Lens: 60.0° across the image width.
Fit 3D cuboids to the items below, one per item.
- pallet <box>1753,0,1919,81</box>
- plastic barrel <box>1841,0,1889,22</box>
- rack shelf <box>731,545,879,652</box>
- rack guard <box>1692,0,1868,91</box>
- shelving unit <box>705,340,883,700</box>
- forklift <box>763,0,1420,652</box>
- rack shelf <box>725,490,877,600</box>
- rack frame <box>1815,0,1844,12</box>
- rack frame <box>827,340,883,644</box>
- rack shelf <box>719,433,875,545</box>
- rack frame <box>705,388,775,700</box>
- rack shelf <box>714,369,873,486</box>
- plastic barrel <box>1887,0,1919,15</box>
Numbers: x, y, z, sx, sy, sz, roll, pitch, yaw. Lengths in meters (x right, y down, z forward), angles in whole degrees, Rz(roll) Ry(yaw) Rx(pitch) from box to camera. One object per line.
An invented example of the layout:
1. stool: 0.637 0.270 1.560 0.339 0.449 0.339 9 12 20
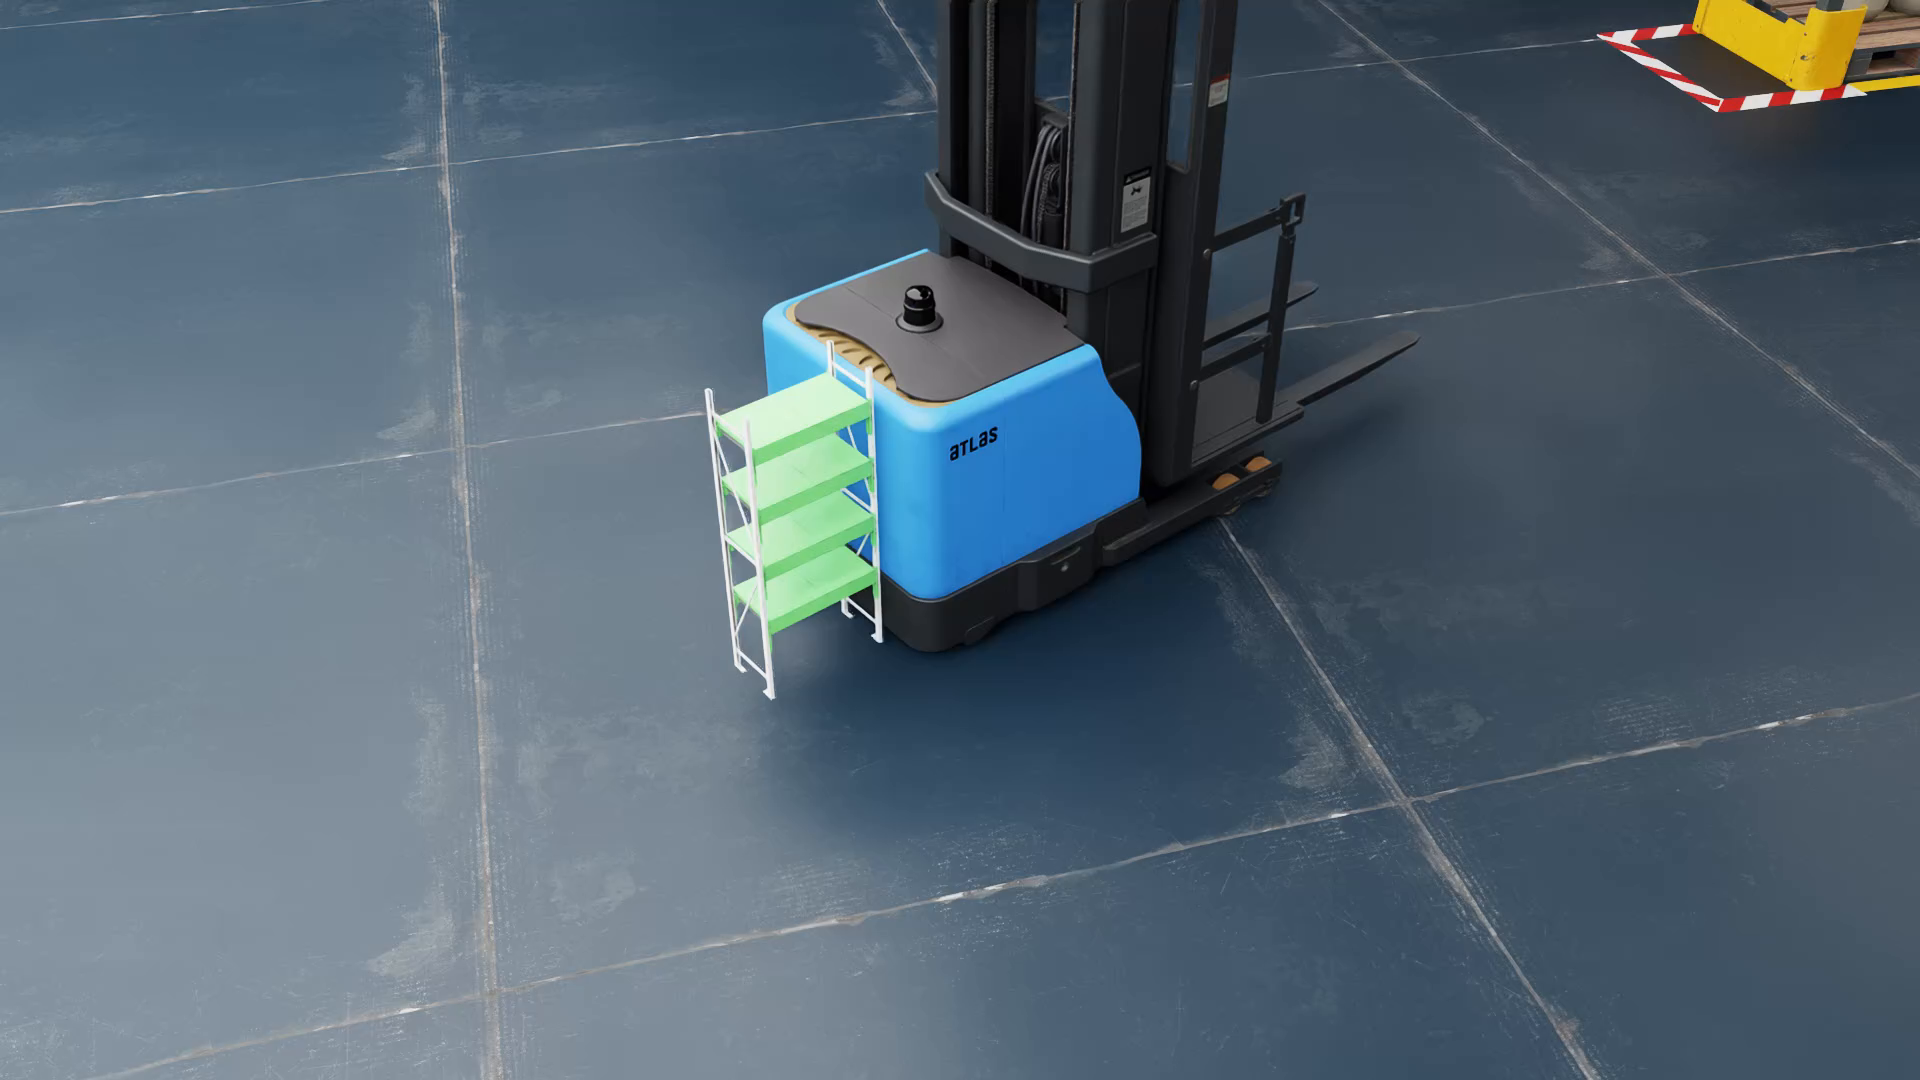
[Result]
1. pallet: 6.056 -3.385 11.001 1.213 0.211 1.003 -9 38 -12
2. plastic barrel: 5.825 -3.655 10.761 0.421 0.512 0.421 0 37 0
3. rack shelf: -0.561 0.189 6.016 0.480 0.148 0.258 -27 45 -30
4. rack guard: 5.271 -3.374 10.749 0.348 0.500 1.175 -9 38 -12
5. shelving unit: -0.561 -0.053 5.831 0.503 1.200 0.258 -27 45 -30
6. forklift: 0.722 -1.496 6.294 3.031 2.935 1.130 -26 45 -30
7. rack shelf: -0.561 -0.002 5.870 0.480 0.148 0.258 -27 45 -30
8. rack frame: 5.209 -4.327 9.938 0.127 3.000 1.000 -9 38 -12
9. rack frame: -0.372 -0.147 5.954 0.015 1.200 0.240 -27 45 -30
10. rack shelf: -0.561 -0.192 5.724 0.480 0.148 0.258 -27 45 -30
11. rack frame: -0.749 0.042 5.708 0.015 1.200 0.240 -27 45 -30
12. rack shelf: -0.561 -0.383 5.578 0.480 0.148 0.258 -27 45 -30
13. plastic barrel: 6.309 -3.734 10.865 0.421 0.512 0.421 0 37 0
